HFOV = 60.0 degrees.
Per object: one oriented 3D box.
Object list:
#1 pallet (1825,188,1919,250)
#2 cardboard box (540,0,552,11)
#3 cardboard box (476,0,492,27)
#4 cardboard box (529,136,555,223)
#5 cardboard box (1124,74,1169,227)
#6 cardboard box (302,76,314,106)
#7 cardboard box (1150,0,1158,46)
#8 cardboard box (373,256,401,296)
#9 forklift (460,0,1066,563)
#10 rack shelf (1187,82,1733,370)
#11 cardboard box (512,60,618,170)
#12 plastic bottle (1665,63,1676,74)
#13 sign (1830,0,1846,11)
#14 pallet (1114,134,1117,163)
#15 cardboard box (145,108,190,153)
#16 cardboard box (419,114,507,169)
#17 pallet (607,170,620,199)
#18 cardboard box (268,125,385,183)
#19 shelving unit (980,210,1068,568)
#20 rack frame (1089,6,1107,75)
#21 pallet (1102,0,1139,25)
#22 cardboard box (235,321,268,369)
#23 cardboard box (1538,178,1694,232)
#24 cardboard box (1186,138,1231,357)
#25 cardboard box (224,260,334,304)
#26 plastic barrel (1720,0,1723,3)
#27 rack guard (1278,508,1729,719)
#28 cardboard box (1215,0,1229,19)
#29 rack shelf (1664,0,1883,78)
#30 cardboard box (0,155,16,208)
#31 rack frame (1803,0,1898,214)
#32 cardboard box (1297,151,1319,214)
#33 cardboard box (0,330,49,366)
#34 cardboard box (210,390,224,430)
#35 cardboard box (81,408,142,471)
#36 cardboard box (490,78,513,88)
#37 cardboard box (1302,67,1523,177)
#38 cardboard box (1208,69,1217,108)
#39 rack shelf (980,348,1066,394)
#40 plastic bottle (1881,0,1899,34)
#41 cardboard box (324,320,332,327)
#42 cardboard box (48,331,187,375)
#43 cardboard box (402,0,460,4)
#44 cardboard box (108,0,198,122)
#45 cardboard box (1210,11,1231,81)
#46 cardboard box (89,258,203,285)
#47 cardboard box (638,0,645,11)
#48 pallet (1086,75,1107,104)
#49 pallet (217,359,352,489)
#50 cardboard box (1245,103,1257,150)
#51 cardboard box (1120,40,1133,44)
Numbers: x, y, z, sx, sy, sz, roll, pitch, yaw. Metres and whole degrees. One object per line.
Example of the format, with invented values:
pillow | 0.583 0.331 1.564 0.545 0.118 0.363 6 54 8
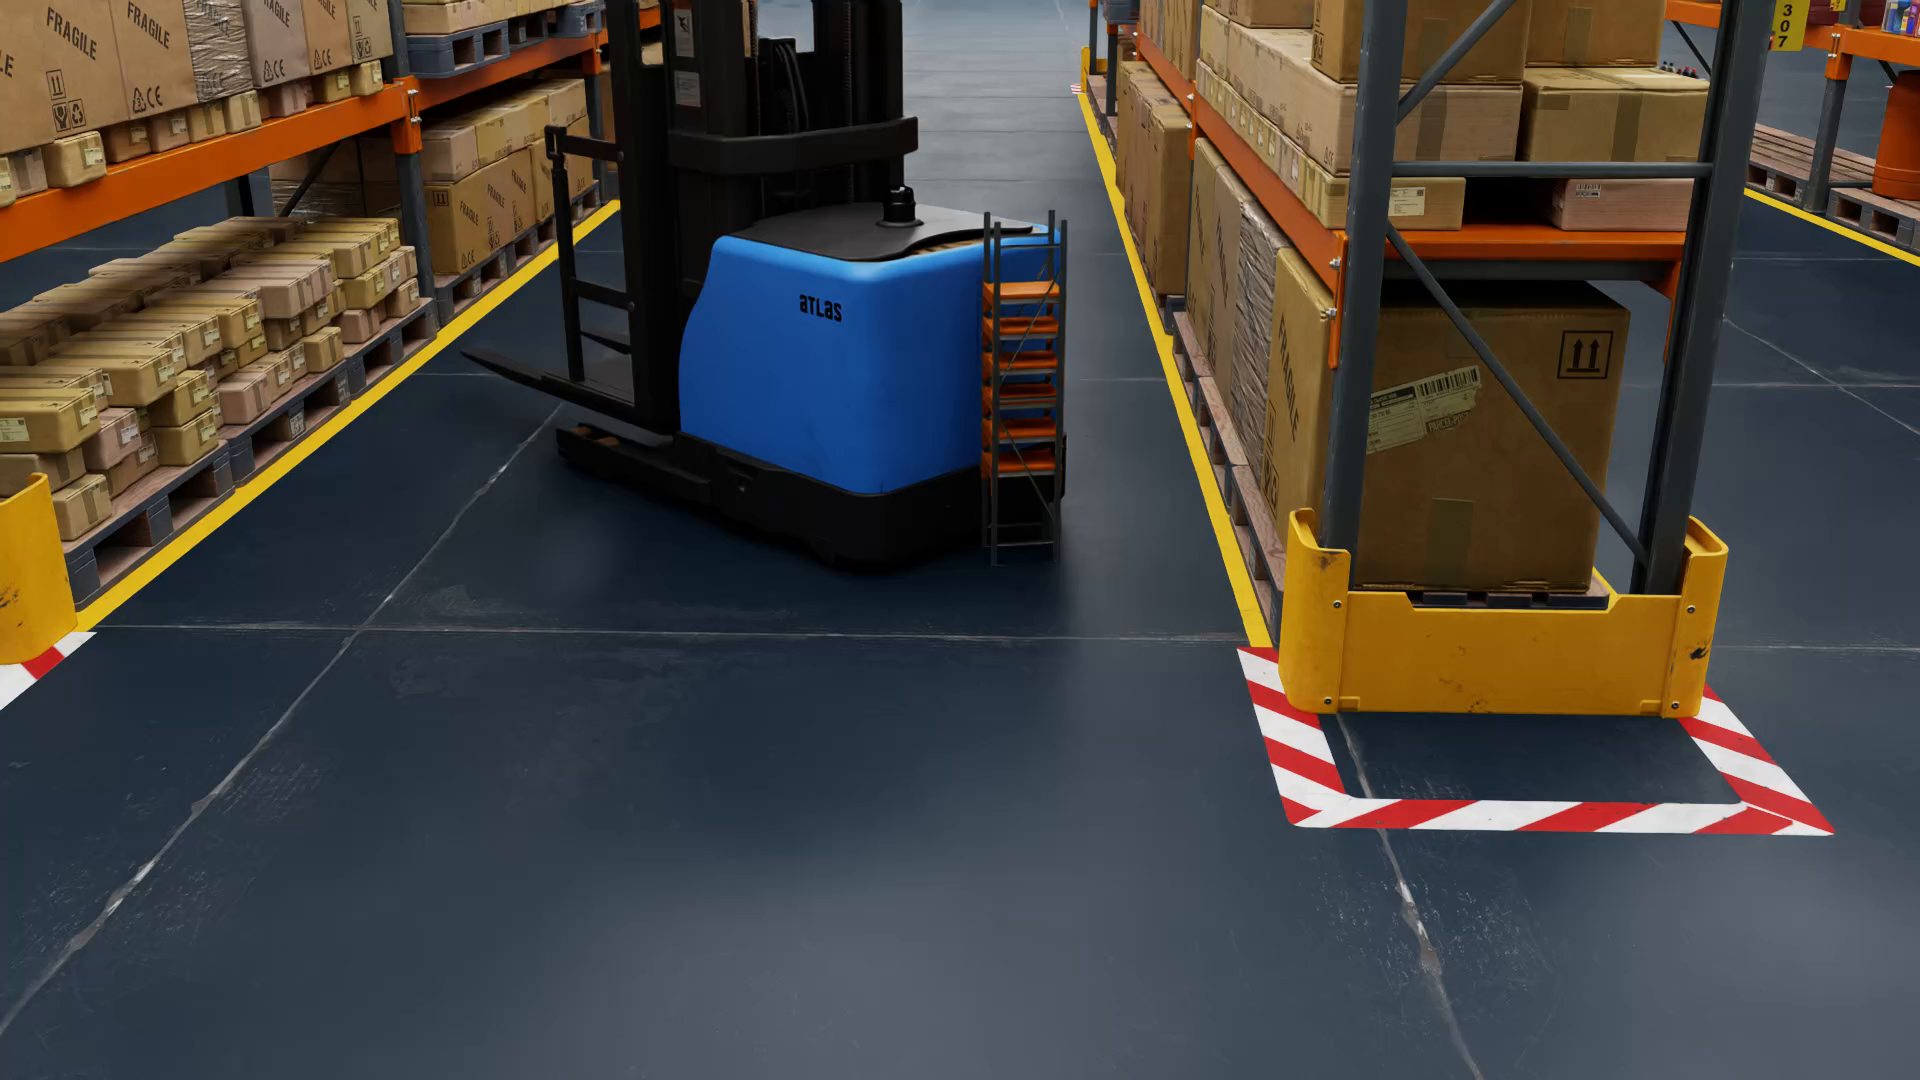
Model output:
pallet | 6.753 -2.221 11.460 1.003 0.211 1.213 1 21 2
cardboard box | -2.770 -3.383 10.368 0.380 0.149 0.250 1 21 3
cardboard box | -2.806 -2.912 9.154 0.380 0.149 0.250 1 21 2
cardboard box | -2.948 -2.362 10.845 0.500 0.500 0.500 0 21 -1
cardboard box | 1.708 -2.494 10.667 1.225 0.875 0.875 1 21 2
cardboard box | -3.109 -2.000 7.383 0.380 0.149 0.250 0 21 0
cardboard box | 1.472 -3.363 10.411 0.500 0.500 0.500 0 21 1
cardboard box | -2.979 -1.295 8.170 0.380 0.149 0.250 0 21 -1
forklift | -1.001 -1.729 6.434 1.130 2.935 3.031 -20 29 -41
rack shelf | 1.602 -1.356 6.371 1.077 0.370 4.000 1 21 2
cardboard box | -3.061 -3.318 12.963 1.050 0.750 0.750 0 21 1
plastic bottle | 7.315 -4.732 17.131 0.144 0.351 0.185 0 21 1
sign | 6.185 -3.886 11.671 0.100 0.325 0.005 1 21 2
pallet | 1.850 -3.283 14.198 1.003 0.211 1.213 1 21 2
cardboard box | -3.108 -1.527 6.164 0.380 0.149 0.250 0 21 1
cardboard box | -2.991 -2.342 9.757 0.500 0.250 0.500 1 21 3
pallet | -3.071 -2.936 13.304 1.003 0.211 1.213 1 21 2
cardboard box | -3.522 -2.158 9.281 0.500 0.250 0.500 0 21 0
shelving unit | 0.212 -0.504 5.667 0.258 1.200 0.189 -3 22 -9
rack frame | 2.028 -6.753 19.287 1.000 3.000 0.127 1 21 2
pallet | 1.700 -4.030 12.534 1.213 0.211 1.003 1 21 2
cardboard box | -3.143 -0.824 6.954 0.380 0.149 0.250 2 21 4
cardboard box | 1.882 -0.976 4.744 0.380 0.149 0.250 1 21 2
cardboard box | 1.563 -1.382 7.800 0.875 0.875 0.875 1 21 2
cardboard box | -3.013 -1.143 7.367 0.380 0.149 0.250 0 21 -1
plastic barrel | 6.663 -4.711 14.215 0.301 0.262 0.301 0 21 0
rack guard | 1.541 0.206 4.807 1.175 0.500 0.348 1 21 2
cardboard box | 1.370 -2.484 7.044 0.500 0.500 0.500 1 21 2
rack shelf | 6.796 -4.194 13.685 1.077 0.370 4.000 1 21 2
cardboard box | -3.076 -1.056 4.950 0.380 0.149 0.250 0 21 1
rack frame | 6.735 -3.806 11.691 1.000 3.000 0.127 1 21 2
cardboard box | 1.229 -1.077 5.006 0.380 0.149 0.250 1 21 2
cardboard box | -3.633 -0.676 6.162 0.380 0.149 0.250 0 21 -1
cardboard box | -3.121 -0.482 6.484 0.380 0.149 0.250 1 21 2
cardboard box | -3.076 -0.350 5.732 0.380 0.149 0.250 1 21 1
cardboard box | -3.433 -3.085 11.672 0.500 0.250 0.500 0 21 -1
cardboard box | 1.291 -1.215 4.810 0.500 0.250 0.500 0 21 1
cardboard box | 1.306 -2.004 7.393 0.380 0.149 0.250 1 21 3
rack shelf | 0.212 -0.574 5.640 0.258 0.103 0.180 -3 22 -9
plastic bottle | 6.399 -3.595 11.320 0.152 0.276 0.135 1 21 2
cardboard box | -3.127 -0.943 7.674 0.380 0.149 0.250 0 21 0
cardboard box | -3.109 -0.670 6.148 0.380 0.149 0.250 0 21 -1
cardboard box | -2.820 -2.860 8.609 0.380 0.149 0.250 1 21 2
cardboard box | -3.105 -1.775 5.906 0.500 0.500 0.500 1 21 2
cardboard box | 1.367 -2.136 7.184 0.500 0.250 0.500 1 21 1
cardboard box | -3.610 -1.151 7.386 0.380 0.149 0.250 1 21 3
cardboard box | -2.858 -4.524 13.403 0.500 0.500 0.500 1 21 2
pallet | 1.966 -5.132 18.964 1.003 0.211 1.213 1 21 2
pallet | -3.311 -0.520 7.077 1.003 0.211 1.213 1 21 2
cardboard box | 1.270 -1.536 6.188 0.380 0.149 0.250 1 21 3
cardboard box | 1.970 -5.115 17.941 0.500 0.500 0.500 3 21 7
